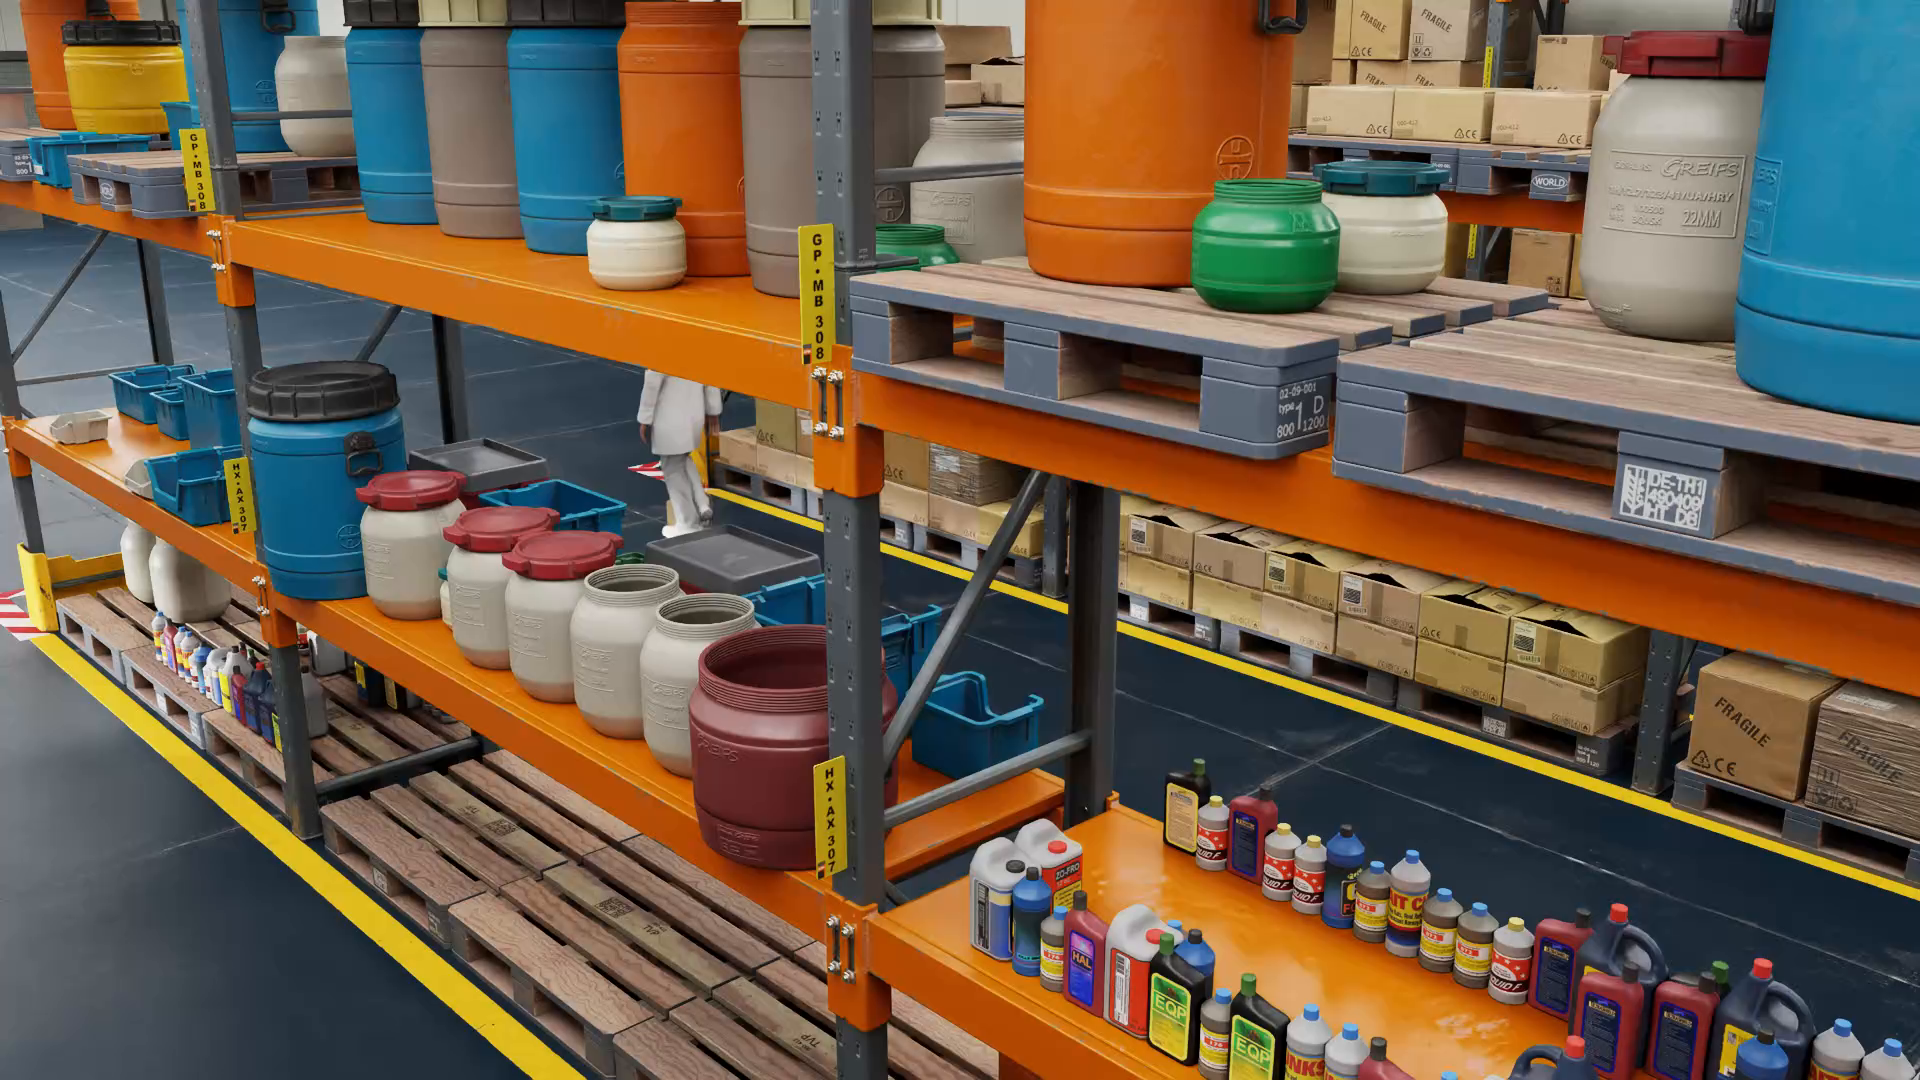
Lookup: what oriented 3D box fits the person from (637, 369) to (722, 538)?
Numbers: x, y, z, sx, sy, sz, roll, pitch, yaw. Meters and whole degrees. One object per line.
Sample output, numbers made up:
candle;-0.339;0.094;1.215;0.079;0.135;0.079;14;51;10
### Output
person;-2.018;-0.855;11.816;0.482;1.804;0.627;14;22;39
